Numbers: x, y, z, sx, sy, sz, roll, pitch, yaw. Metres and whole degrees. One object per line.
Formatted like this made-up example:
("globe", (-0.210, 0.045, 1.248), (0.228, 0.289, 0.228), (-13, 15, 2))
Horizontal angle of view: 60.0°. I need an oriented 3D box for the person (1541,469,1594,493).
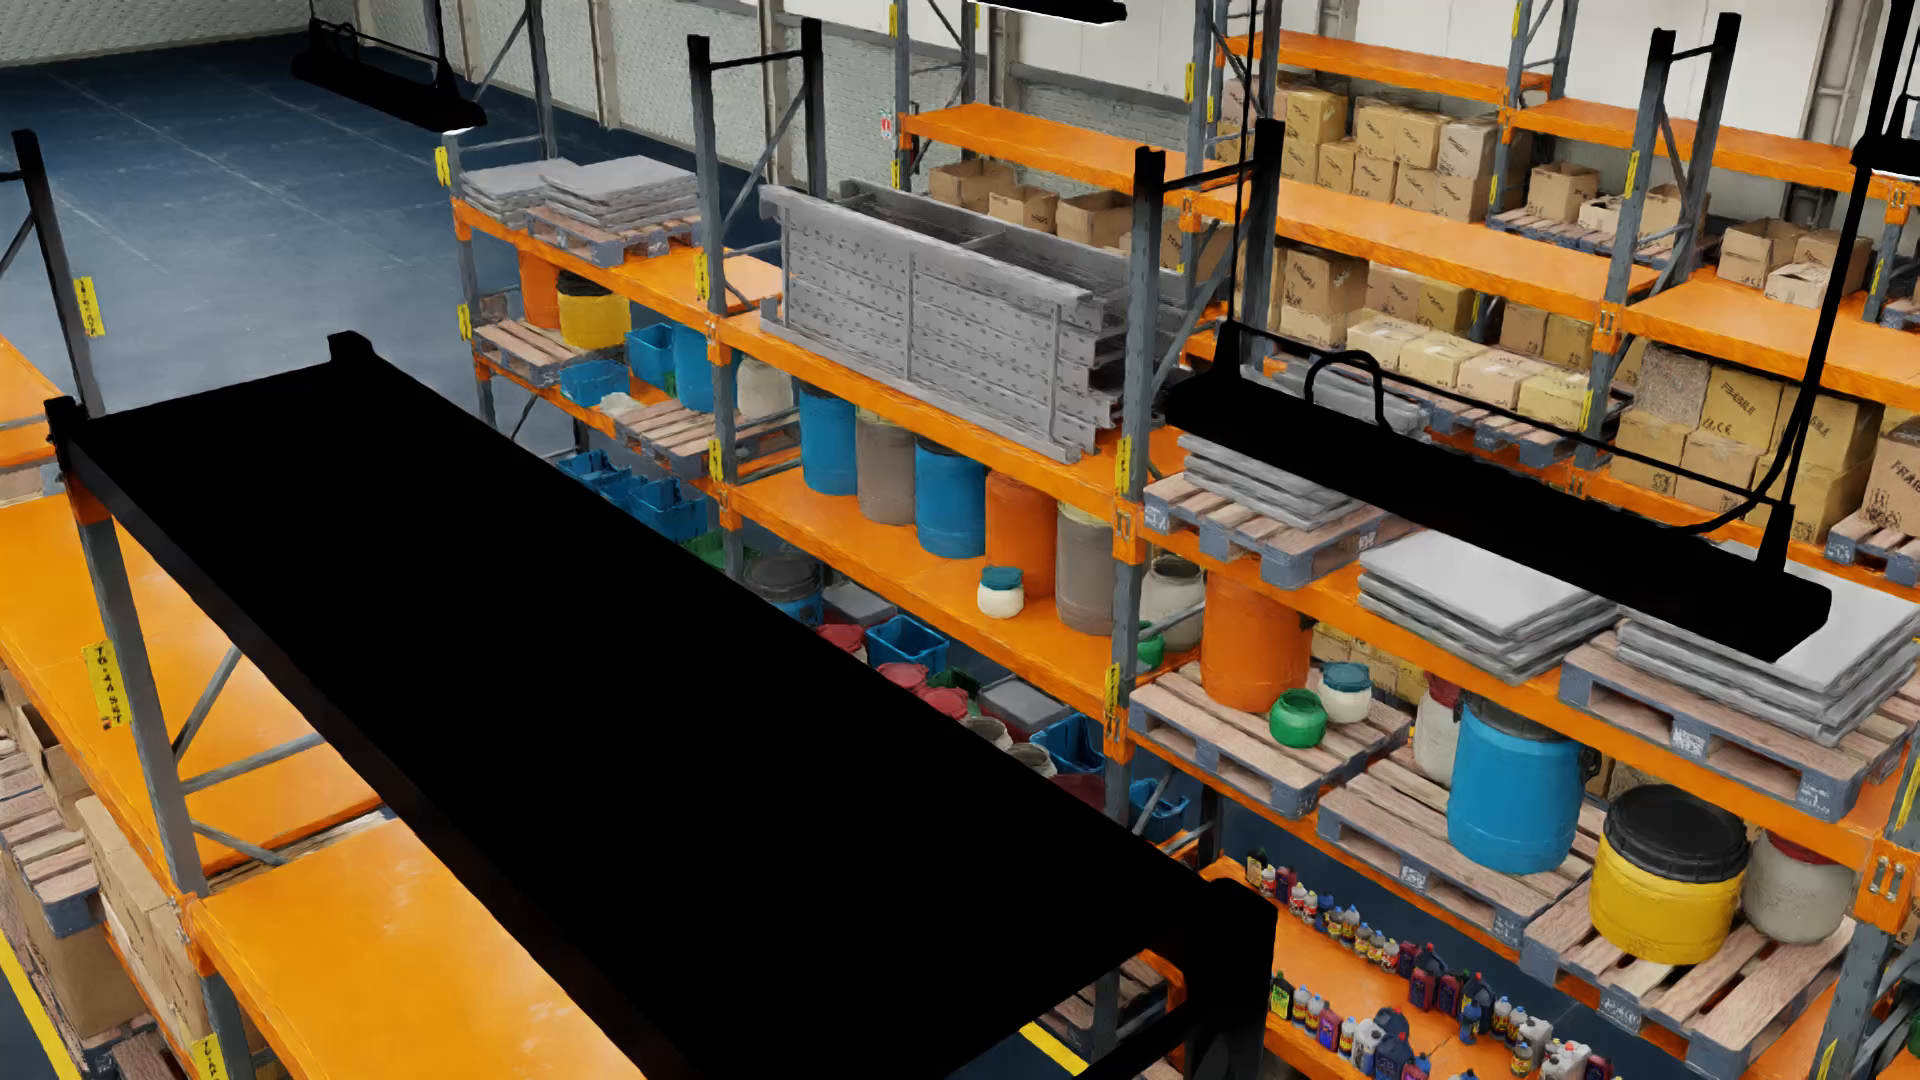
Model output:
("person", (5.960, -0.382, 16.481), (0.503, 1.670, 0.432), (10, 29, 19))
